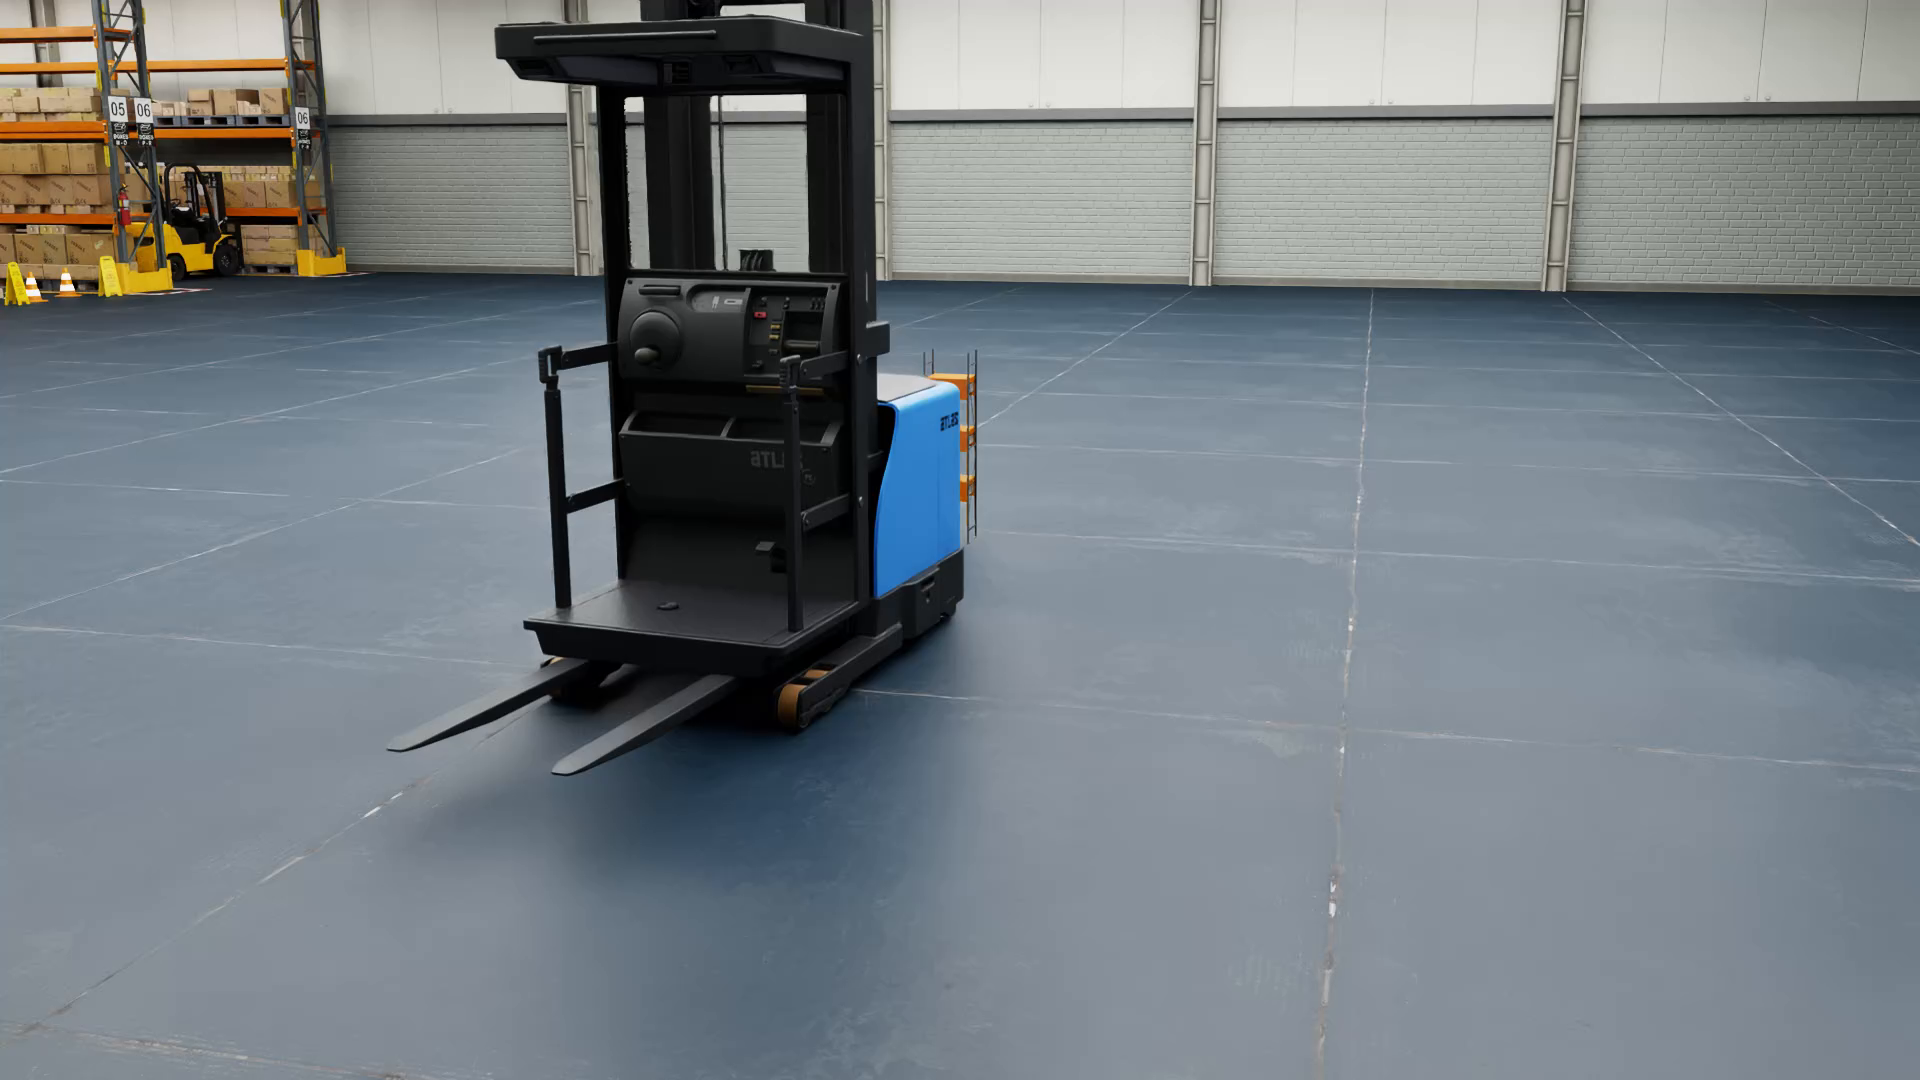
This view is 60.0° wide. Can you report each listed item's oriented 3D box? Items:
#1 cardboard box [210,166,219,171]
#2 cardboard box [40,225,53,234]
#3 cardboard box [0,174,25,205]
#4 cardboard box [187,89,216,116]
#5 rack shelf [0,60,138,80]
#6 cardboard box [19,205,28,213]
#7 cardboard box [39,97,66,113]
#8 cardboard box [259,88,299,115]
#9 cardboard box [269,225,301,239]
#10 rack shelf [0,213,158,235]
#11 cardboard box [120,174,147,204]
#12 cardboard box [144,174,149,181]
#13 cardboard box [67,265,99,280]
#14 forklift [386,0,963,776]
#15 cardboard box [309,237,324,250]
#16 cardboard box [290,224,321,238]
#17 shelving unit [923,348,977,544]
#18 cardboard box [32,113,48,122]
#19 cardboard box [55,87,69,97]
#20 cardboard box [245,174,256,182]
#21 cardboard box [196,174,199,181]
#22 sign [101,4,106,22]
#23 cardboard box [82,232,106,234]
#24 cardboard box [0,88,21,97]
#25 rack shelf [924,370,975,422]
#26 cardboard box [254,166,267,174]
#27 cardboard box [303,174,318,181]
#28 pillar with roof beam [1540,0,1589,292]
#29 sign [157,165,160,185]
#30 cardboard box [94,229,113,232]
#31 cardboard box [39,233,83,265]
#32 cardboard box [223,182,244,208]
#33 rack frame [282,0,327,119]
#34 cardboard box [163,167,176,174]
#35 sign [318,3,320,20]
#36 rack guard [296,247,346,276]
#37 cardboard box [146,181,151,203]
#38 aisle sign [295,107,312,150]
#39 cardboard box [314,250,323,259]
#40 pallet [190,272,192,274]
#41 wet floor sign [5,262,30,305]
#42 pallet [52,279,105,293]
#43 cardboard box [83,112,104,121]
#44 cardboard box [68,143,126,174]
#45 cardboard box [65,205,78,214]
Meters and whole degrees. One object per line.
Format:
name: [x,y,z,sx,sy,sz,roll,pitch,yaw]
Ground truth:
cardboard box: [-14.579,-7.314,32.862,0.250,0.149,0.380,3,13,14]
cardboard box: [-15.332,-5.258,28.157,0.250,0.149,0.380,3,13,14]
cardboard box: [-15.926,-5.955,28.233,0.500,0.500,0.500,3,13,14]
cardboard box: [-14.708,-8.604,32.725,0.637,0.503,0.797,3,13,15]
rack shelf: [-18.516,-9.445,33.612,4.000,0.370,1.077,3,13,14]
cardboard box: [-15.770,-5.642,28.320,0.250,0.149,0.380,3,13,14]
cardboard box: [-14.922,-7.243,27.687,0.500,0.250,0.500,3,13,13]
cardboard box: [-13.178,-8.490,32.218,0.500,0.500,0.500,3,13,15]
cardboard box: [-13.212,-6.060,32.694,0.500,0.250,0.500,4,13,15]
rack shelf: [-15.818,-5.460,28.578,4.000,0.370,1.077,3,13,14]
cardboard box: [-14.269,-5.984,28.363,0.500,0.500,0.500,3,13,13]
cardboard box: [-16.076,-7.239,33.209,0.250,0.149,0.380,3,13,15]
cardboard box: [-14.749,-4.556,28.224,0.500,0.250,0.500,3,13,13]
forklift: [-0.972,-0.838,6.243,1.130,2.935,3.031,5,13,20]
cardboard box: [-13.097,-5.926,33.243,0.500,0.250,0.500,3,13,15]
cardboard box: [-13.112,-6.167,33.173,0.500,0.250,0.500,3,13,13]
shelving unit: [-0.052,-0.515,9.133,0.252,1.050,0.215,3,13,14]
cardboard box: [-15.272,-7.066,27.810,0.250,0.149,0.380,3,13,13]
cardboard box: [-14.768,-7.424,27.586,0.250,0.149,0.380,3,13,13]
cardboard box: [-13.824,-7.124,32.691,0.250,0.149,0.380,3,13,13]
cardboard box: [-15.092,-7.180,32.942,0.250,0.149,0.380,3,13,12]
sign: [-16.692,-10.267,32.397,0.005,0.325,0.100,3,13,14]
cardboard box: [-15.125,-5.063,28.777,0.500,0.500,0.500,3,13,11]
cardboard box: [-15.772,-7.466,27.774,0.250,0.149,0.380,3,13,15]
rack shelf: [-0.052,-0.782,9.073,0.240,0.259,0.215,3,13,14]
cardboard box: [-13.596,-7.250,32.572,0.250,0.149,0.380,3,13,15]
cardboard box: [-12.958,-7.189,32.982,0.250,0.149,0.380,3,13,12]
pillar with roof beam: [9.119,-7.755,23.411,0.400,9.000,9.100,3,13,14]
sign: [-13.746,-6.244,28.453,0.005,0.325,0.100,3,13,14]
cardboard box: [-17.083,-6.029,33.996,0.625,0.625,0.875,4,13,16]
cardboard box: [-15.224,-4.949,28.262,0.500,0.500,0.500,4,13,16]
cardboard box: [-14.230,-6.826,32.843,0.500,0.500,0.500,3,13,12]
rack frame: [-12.690,-9.680,32.088,0.127,3.000,1.000,3,13,14]
cardboard box: [-15.585,-7.350,33.020,0.250,0.149,0.380,3,13,15]
sign: [-12.551,-10.330,32.494,0.005,0.325,0.100,3,13,14]
rack guard: [-12.667,-5.530,33.003,0.348,0.500,1.175,3,13,14]
cardboard box: [-16.206,-6.930,33.311,0.500,0.500,0.500,3,13,12]
aisle sign: [-12.697,-7.955,32.162,0.004,0.787,0.394,3,13,14]
cardboard box: [-13.120,-5.680,33.290,0.500,0.250,0.500,3,13,14]
pallet: [-15.812,-5.547,33.750,1.213,0.211,1.003,3,13,14]
wet floor sign: [-14.461,-3.926,25.442,0.232,0.644,0.267,1,13,4]
pallet: [-14.730,-4.399,28.575,1.213,0.211,1.003,3,13,14]
cardboard box: [-14.289,-7.009,27.553,0.250,0.149,0.380,3,13,14]
cardboard box: [-14.424,-6.370,27.793,0.500,0.500,0.700,3,13,12]
cardboard box: [-14.807,-5.567,27.978,0.250,0.149,0.380,3,13,13]
